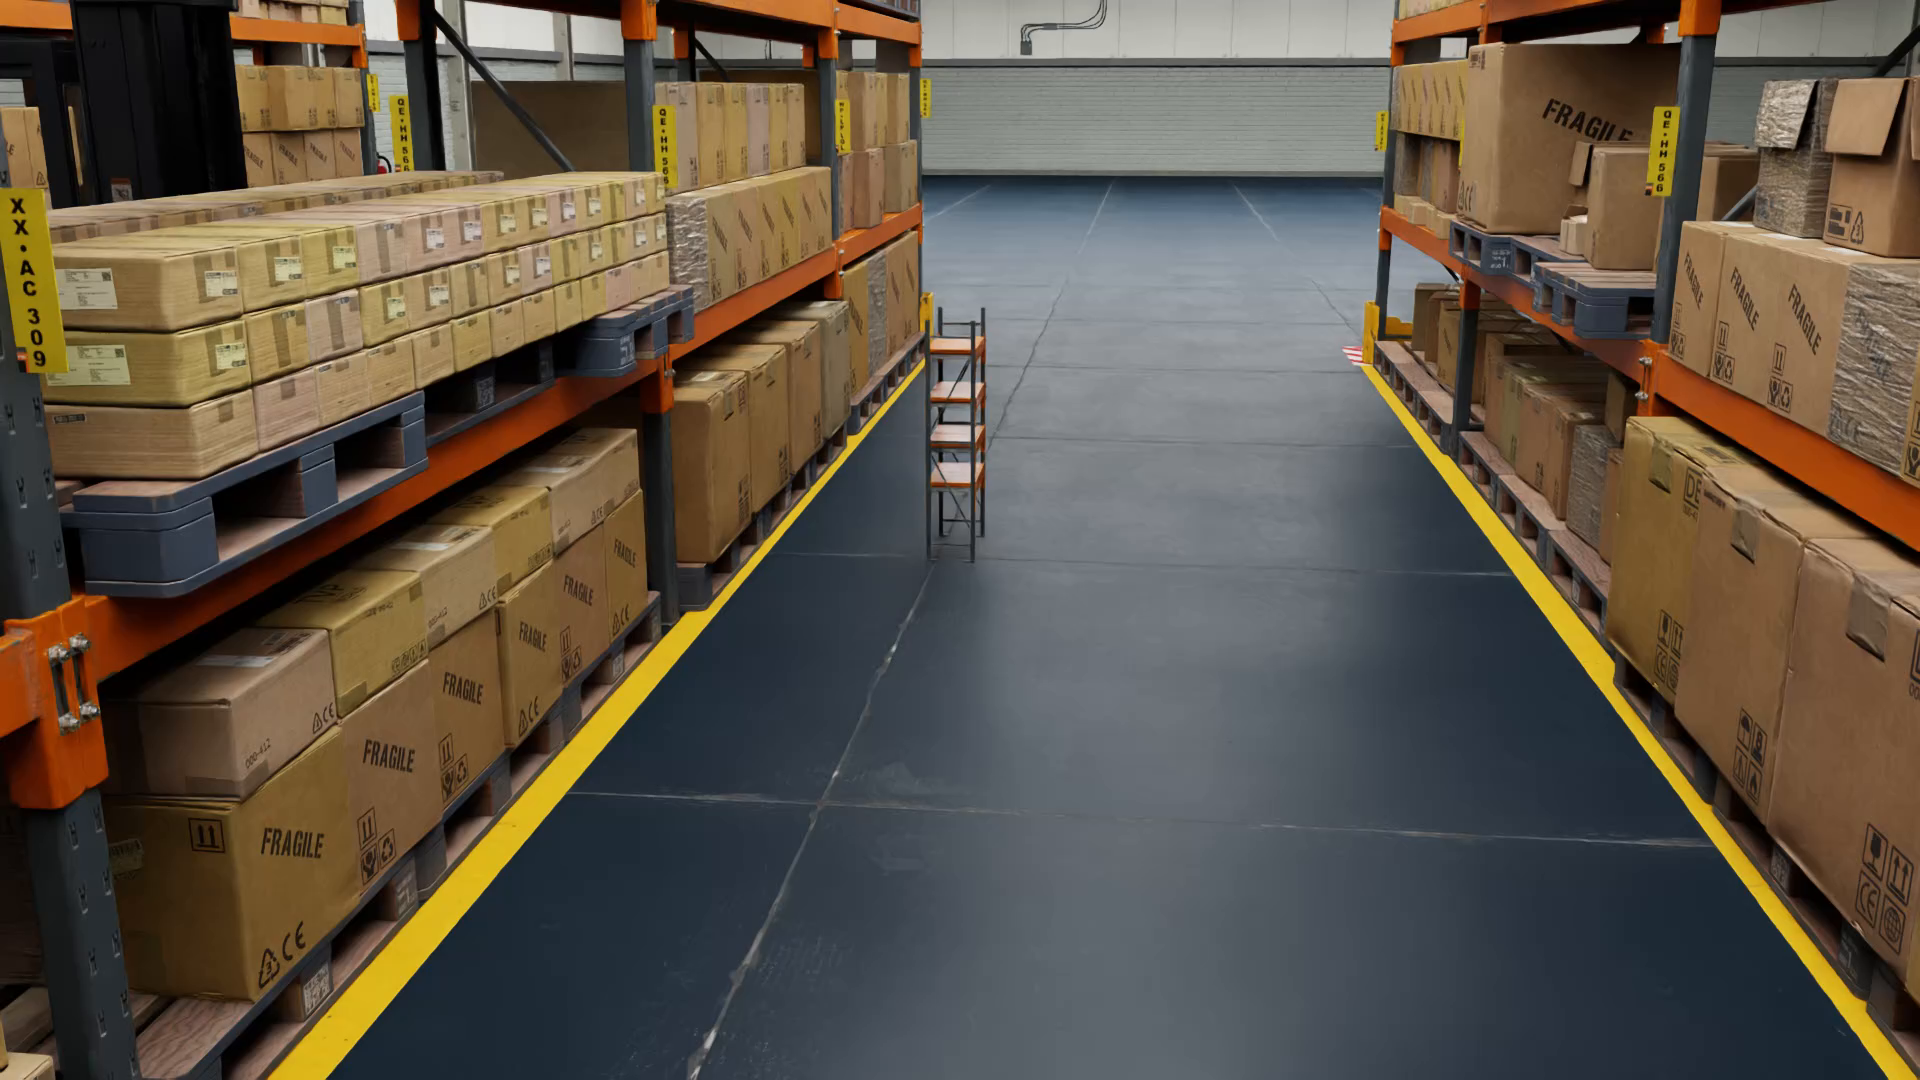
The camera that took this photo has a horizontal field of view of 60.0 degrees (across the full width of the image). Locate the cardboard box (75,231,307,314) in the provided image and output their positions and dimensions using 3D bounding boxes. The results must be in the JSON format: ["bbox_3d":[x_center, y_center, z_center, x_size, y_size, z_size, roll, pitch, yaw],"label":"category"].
[{"bbox_3d":[-1.666,-0.585,3.615,0.380,0.149,0.250,2,15,8],"label":"cardboard box"}]

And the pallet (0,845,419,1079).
[{"bbox_3d":[-2.107,1.089,4.230,1.003,0.211,1.213,2,15,6],"label":"pallet"}]

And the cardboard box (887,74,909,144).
[{"bbox_3d":[-0.890,-3.520,13.579,0.875,0.550,0.550,2,15,6],"label":"cardboard box"}]

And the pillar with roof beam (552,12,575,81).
[{"bbox_3d":[-4.690,-12.272,36.806,9.100,9.000,0.400,2,15,6],"label":"pillar with roof beam"}]

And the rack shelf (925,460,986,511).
[{"bbox_3d":[-0.019,-0.280,8.416,0.258,0.148,0.480,2,15,6],"label":"rack shelf"}]

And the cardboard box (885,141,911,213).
[{"bbox_3d":[-0.876,-2.999,13.718,0.875,0.550,0.550,2,15,6],"label":"cardboard box"}]

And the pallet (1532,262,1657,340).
[{"bbox_3d":[3.150,-1.015,7.038,1.213,0.211,1.003,2,15,6],"label":"pallet"}]

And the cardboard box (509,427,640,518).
[{"bbox_3d":[-1.558,-0.265,6.444,0.500,0.250,0.500,1,15,5],"label":"cardboard box"}]

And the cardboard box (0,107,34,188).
[{"bbox_3d":[-6.099,-2.389,10.184,0.500,0.500,0.500,2,15,7],"label":"cardboard box"}]

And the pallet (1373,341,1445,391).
[{"bbox_3d":[3.943,-1.419,13.507,1.003,0.211,1.213,2,15,6],"label":"pallet"}]

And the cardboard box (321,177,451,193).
[{"bbox_3d":[-2.046,-1.214,5.941,0.380,0.149,0.250,2,15,6],"label":"cardboard box"}]

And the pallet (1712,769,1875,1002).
[{"bbox_3d":[2.871,0.944,4.767,1.003,0.211,1.213,2,15,6],"label":"pallet"}]

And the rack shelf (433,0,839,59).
[{"bbox_3d":[-1.516,-2.712,8.576,1.077,0.370,4.000,2,15,6],"label":"rack shelf"}]

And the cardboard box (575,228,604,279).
[{"bbox_3d":[-1.429,-0.973,5.622,0.380,0.149,0.250,2,15,6],"label":"cardboard box"}]

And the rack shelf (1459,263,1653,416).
[{"bbox_3d":[3.401,-1.092,8.330,1.077,0.370,4.000,2,15,6],"label":"rack shelf"}]

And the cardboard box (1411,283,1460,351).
[{"bbox_3d":[3.991,-1.830,13.666,0.500,0.500,0.500,5,16,17],"label":"cardboard box"}]

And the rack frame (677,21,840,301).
[{"bbox_3d":[-1.290,-2.130,10.792,1.000,3.000,0.127,2,15,6],"label":"rack frame"}]

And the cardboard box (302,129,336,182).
[{"bbox_3d":[-5.617,-3.200,13.989,0.500,0.500,0.500,2,15,6],"label":"cardboard box"}]

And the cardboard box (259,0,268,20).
[{"bbox_3d":[-5.703,-4.181,13.114,0.380,0.149,0.250,1,15,5],"label":"cardboard box"}]

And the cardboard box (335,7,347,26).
[{"bbox_3d":[-5.531,-4.513,14.339,0.380,0.149,0.250,2,15,7],"label":"cardboard box"}]

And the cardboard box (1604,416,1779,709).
[{"bbox_3d":[3.077,0.081,5.881,1.225,0.875,0.875,1,15,4],"label":"cardboard box"}]

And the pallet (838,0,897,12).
[{"bbox_3d":[-1.047,-4.062,12.363,1.003,0.211,1.213,2,15,6],"label":"pallet"}]

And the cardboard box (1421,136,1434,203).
[{"bbox_3d":[3.952,-2.783,12.447,0.875,0.500,0.500,2,15,6],"label":"cardboard box"}]

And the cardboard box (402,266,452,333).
[{"bbox_3d":[-1.579,-0.640,4.390,0.380,0.149,0.250,2,15,9],"label":"cardboard box"}]

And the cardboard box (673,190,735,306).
[{"bbox_3d":[-1.368,-1.381,7.831,0.500,0.500,0.500,2,15,6],"label":"cardboard box"}]

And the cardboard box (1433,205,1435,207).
[{"bbox_3d":[3.647,-2.352,12.094,0.380,0.149,0.250,2,15,6],"label":"cardboard box"}]

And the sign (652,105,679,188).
[{"bbox_3d":[-1.201,-1.600,6.764,0.100,0.325,0.005,2,15,6],"label":"sign"}]

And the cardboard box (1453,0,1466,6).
[{"bbox_3d":[3.488,-3.594,10.748,0.500,0.250,0.500,2,15,8],"label":"cardboard box"}]

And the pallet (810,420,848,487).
[{"bbox_3d":[-1.302,-0.581,10.408,1.003,0.211,1.213,2,15,6],"label":"pallet"}]

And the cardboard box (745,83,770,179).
[{"bbox_3d":[-1.454,-2.267,9.193,0.700,0.500,0.500,2,15,7],"label":"cardboard box"}]

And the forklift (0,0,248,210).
[{"bbox_3d":[-4.583,-1.536,8.728,3.031,2.935,1.130,2,15,6],"label":"forklift"}]

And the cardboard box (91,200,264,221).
[{"bbox_3d":[-2.194,-0.871,4.675,0.380,0.149,0.250,1,15,4],"label":"cardboard box"}]

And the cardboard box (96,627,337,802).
[{"bbox_3d":[-1.847,0.403,3.972,0.500,0.250,0.500,1,15,4],"label":"cardboard box"}]

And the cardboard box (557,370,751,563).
[{"bbox_3d":[-1.584,-0.364,7.768,1.050,0.750,0.750,1,15,5],"label":"cardboard box"}]

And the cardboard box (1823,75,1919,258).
[{"bbox_3d":[3.000,-1.094,4.850,0.797,0.503,0.637,2,15,8],"label":"cardboard box"}]

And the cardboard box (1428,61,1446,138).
[{"bbox_3d":[3.516,-3.016,11.393,0.500,0.500,0.500,2,15,6],"label":"cardboard box"}]

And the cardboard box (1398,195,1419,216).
[{"bbox_3d":[3.719,-2.678,13.301,0.380,0.149,0.250,2,15,6],"label":"cardboard box"}]

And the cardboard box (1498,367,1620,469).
[{"bbox_3d":[3.463,-0.681,9.382,0.700,0.500,0.500,2,15,6],"label":"cardboard box"}]

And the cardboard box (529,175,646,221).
[{"bbox_3d":[-1.372,-1.255,6.095,0.380,0.149,0.250,2,15,6],"label":"cardboard box"}]

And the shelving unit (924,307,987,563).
[{"bbox_3d":[-0.019,-0.536,8.347,0.258,1.200,0.503,2,15,6],"label":"shelving unit"}]

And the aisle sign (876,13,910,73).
[{"bbox_3d":[-0.533,-4.432,14.325,0.394,0.787,0.004,2,15,6],"label":"aisle sign"}]

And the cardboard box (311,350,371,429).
[{"bbox_3d":[-1.634,-0.362,3.930,0.380,0.149,0.250,2,15,7],"label":"cardboard box"}]

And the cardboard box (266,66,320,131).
[{"bbox_3d":[-5.629,-3.556,13.390,0.700,0.500,0.500,2,15,6],"label":"cardboard box"}]

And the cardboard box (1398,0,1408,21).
[{"bbox_3d":[3.767,-4.253,13.186,0.500,0.250,0.500,2,15,8],"label":"cardboard box"}]

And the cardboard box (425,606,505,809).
[{"bbox_3d":[-1.742,0.492,5.082,0.500,0.500,0.500,2,15,7],"label":"cardboard box"}]

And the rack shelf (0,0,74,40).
[{"bbox_3d":[-6.446,-2.831,9.018,1.077,0.370,4.000,2,15,6],"label":"rack shelf"}]

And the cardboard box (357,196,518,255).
[{"bbox_3d":[-1.520,-0.918,4.846,0.380,0.149,0.250,2,15,8],"label":"cardboard box"}]

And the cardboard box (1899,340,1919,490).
[{"bbox_3d":[2.620,-0.324,3.923,0.500,0.500,0.500,2,15,6],"label":"cardboard box"}]

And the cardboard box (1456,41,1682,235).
[{"bbox_3d":[3.398,-2.248,9.275,1.000,1.000,1.000,2,15,7],"label":"cardboard box"}]

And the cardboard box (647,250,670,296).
[{"bbox_3d":[-1.341,-1.032,6.410,0.380,0.149,0.250,2,15,7],"label":"cardboard box"}]

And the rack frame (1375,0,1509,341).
[{"bbox_3d":[4.078,-2.995,13.991,1.000,3.000,0.127,2,15,6],"label":"rack frame"}]

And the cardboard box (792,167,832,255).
[{"bbox_3d":[-1.084,-2.035,10.249,0.500,0.500,0.500,2,15,6],"label":"cardboard box"}]

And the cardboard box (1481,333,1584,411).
[{"bbox_3d":[3.711,-1.056,10.806,0.500,0.500,0.500,1,15,5],"label":"cardboard box"}]

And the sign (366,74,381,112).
[{"bbox_3d":[-5.220,-3.977,14.799,0.100,0.325,0.005,2,15,6],"label":"sign"}]

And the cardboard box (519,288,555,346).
[{"bbox_3d":[-1.491,-0.700,5.180,0.380,0.149,0.250,2,15,8],"label":"cardboard box"}]

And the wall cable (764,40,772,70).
[{"bbox_3d":[-6.644,-13.181,46.117,3.097,2.526,0.112,2,15,6],"label":"wall cable"}]
